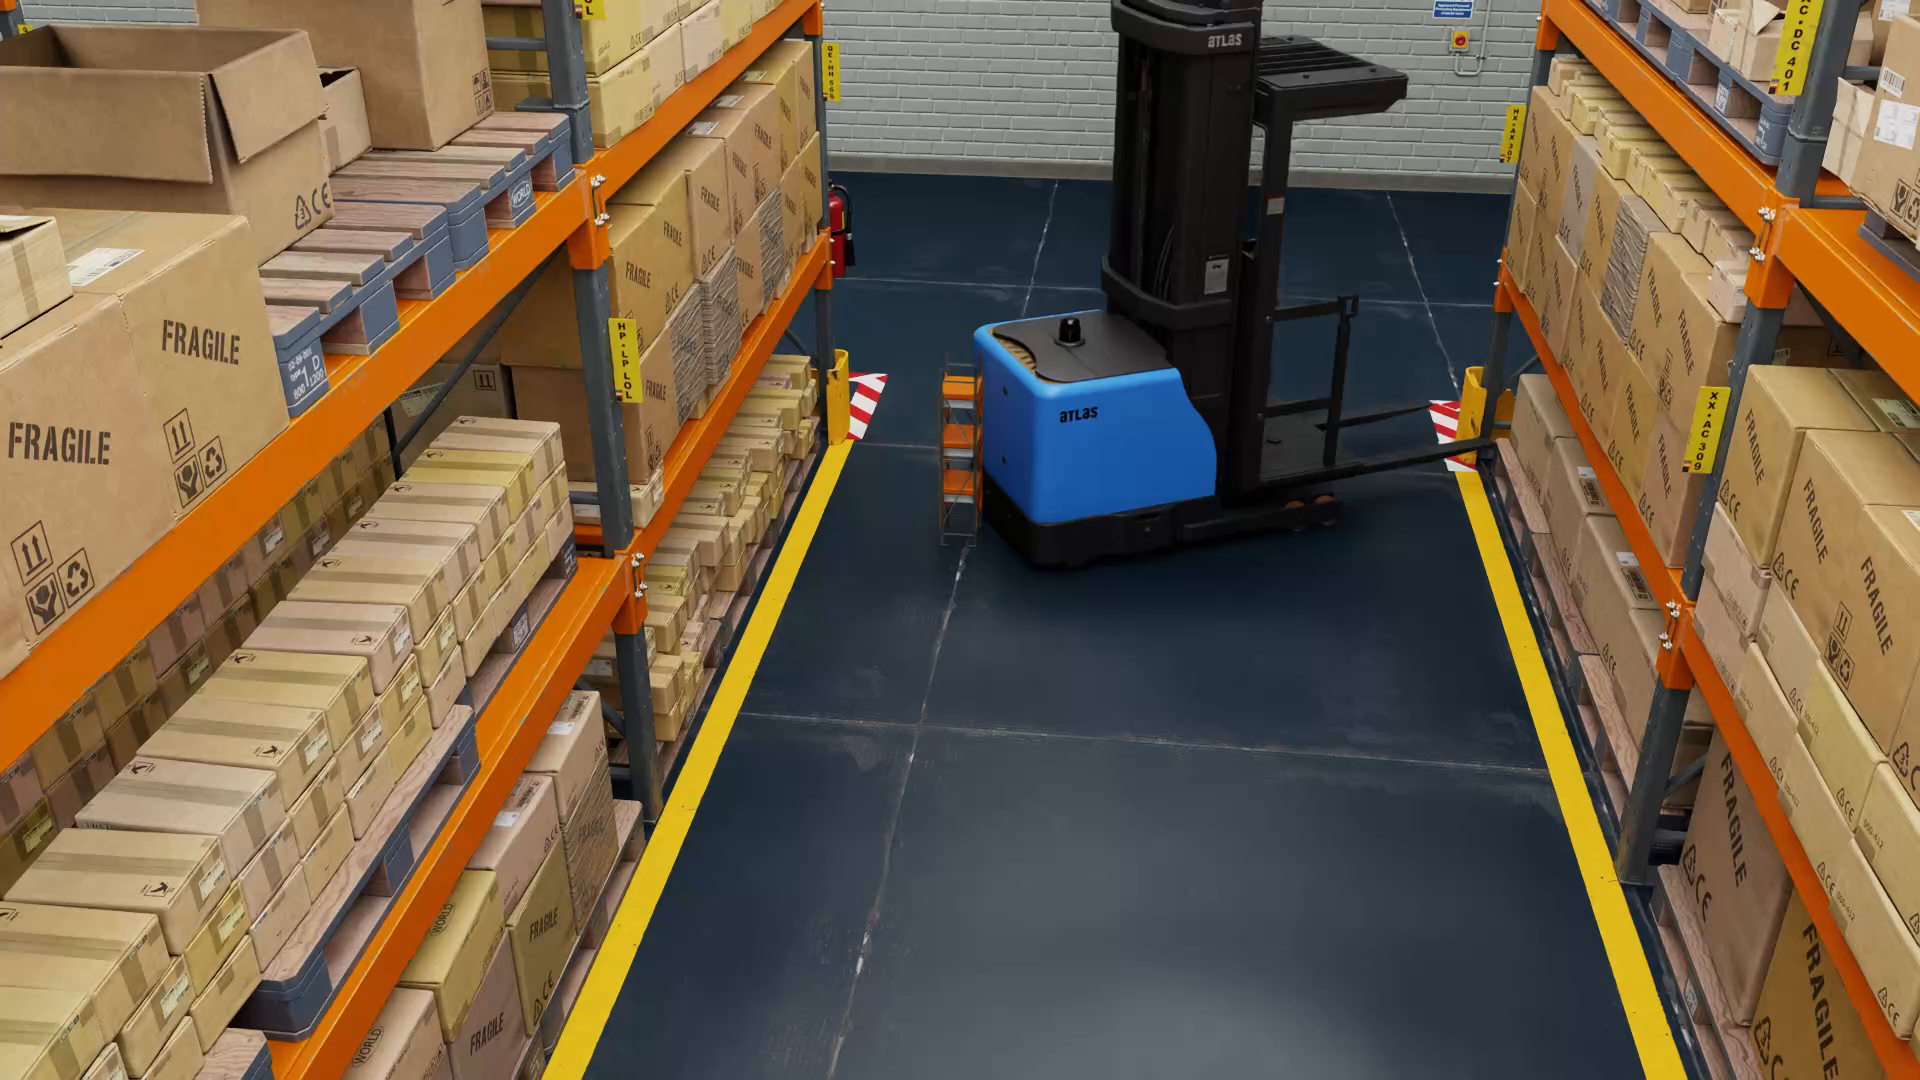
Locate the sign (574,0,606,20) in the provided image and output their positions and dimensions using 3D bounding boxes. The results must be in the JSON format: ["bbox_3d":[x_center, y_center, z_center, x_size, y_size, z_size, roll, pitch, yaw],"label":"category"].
[{"bbox_3d":[-1.221,-1.865,5.427,0.100,0.325,0.005,3,28,6],"label":"sign"}]

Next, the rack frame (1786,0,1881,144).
[{"bbox_3d":[3.152,-2.575,4.542,1.000,3.000,0.127,3,28,6],"label":"rack frame"}]

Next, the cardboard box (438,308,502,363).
[{"bbox_3d":[-1.983,-1.026,6.519,0.500,0.500,0.500,2,28,4],"label":"cardboard box"}]

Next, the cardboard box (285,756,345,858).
[{"bbox_3d":[-1.848,0.681,4.331,0.380,0.149,0.250,3,28,6],"label":"cardboard box"}]

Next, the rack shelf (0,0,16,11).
[{"bbox_3d":[-6.438,-2.455,8.241,1.077,0.370,4.000,3,28,6],"label":"rack shelf"}]

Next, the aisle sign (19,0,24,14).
[{"bbox_3d":[-5.886,-3.554,9.943,0.394,0.787,0.004,3,28,6],"label":"aisle sign"}]

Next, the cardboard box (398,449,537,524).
[{"bbox_3d":[-1.660,-0.184,5.623,0.380,0.149,0.250,3,28,5],"label":"cardboard box"}]

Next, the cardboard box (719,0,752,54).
[{"bbox_3d":[-1.251,-2.358,7.459,0.500,0.250,0.500,5,29,8],"label":"cardboard box"}]

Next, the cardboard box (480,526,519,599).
[{"bbox_3d":[-1.690,0.060,5.485,0.380,0.149,0.250,5,29,8],"label":"cardboard box"}]

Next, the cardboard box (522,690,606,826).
[{"bbox_3d":[-1.613,0.776,6.048,0.500,0.250,0.500,3,28,5],"label":"cardboard box"}]

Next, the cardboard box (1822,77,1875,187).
[{"bbox_3d":[2.744,-1.165,4.787,0.396,0.266,0.258,3,28,6],"label":"cardboard box"}]

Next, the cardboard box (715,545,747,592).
[{"bbox_3d":[-1.290,0.130,8.409,0.380,0.149,0.250,3,28,5],"label":"cardboard box"}]

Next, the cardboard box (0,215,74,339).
[{"bbox_3d":[-1.884,-0.532,3.001,0.396,0.266,0.258,3,28,6],"label":"cardboard box"}]

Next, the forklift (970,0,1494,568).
[{"bbox_3d":[1.630,-1.564,9.063,3.031,2.935,1.130,-10,30,-18],"label":"forklift"}]

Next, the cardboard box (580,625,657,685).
[{"bbox_3d":[-1.525,0.484,7.125,0.380,0.149,0.250,4,29,8],"label":"cardboard box"}]

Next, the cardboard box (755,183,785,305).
[{"bbox_3d":[-1.203,-1.524,8.498,0.500,0.500,0.500,3,29,6],"label":"cardboard box"}]

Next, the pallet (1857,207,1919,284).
[{"bbox_3d":[3.089,-0.736,4.493,0.805,0.209,1.217,2,28,4],"label":"pallet"}]

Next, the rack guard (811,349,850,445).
[{"bbox_3d":[-1.292,-0.921,10.432,1.175,0.500,0.348,3,28,6],"label":"rack guard"}]

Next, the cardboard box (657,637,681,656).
[{"bbox_3d":[-1.469,0.489,7.430,0.380,0.149,0.250,4,29,7],"label":"cardboard box"}]

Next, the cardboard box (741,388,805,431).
[{"bbox_3d":[-1.089,-0.741,9.398,0.380,0.149,0.250,3,28,5],"label":"cardboard box"}]

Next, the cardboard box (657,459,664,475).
[{"bbox_3d":[-1.455,-0.304,6.917,0.380,0.149,0.250,4,29,8],"label":"cardboard box"}]

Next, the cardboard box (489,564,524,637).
[{"bbox_3d":[-1.689,0.189,5.558,0.380,0.149,0.250,3,28,6],"label":"cardboard box"}]

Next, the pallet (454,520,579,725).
[{"bbox_3d":[-2.011,0.261,5.804,1.003,0.211,1.213,3,28,6],"label":"pallet"}]

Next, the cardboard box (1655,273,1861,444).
[{"bbox_3d":[2.936,-0.657,6.147,0.500,0.500,0.500,3,28,6],"label":"cardboard box"}]

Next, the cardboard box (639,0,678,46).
[{"bbox_3d":[-1.410,-2.096,6.446,0.500,0.250,0.500,3,28,6],"label":"cardboard box"}]

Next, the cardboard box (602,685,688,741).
[{"bbox_3d":[-1.409,0.743,7.271,0.380,0.149,0.250,2,28,4],"label":"cardboard box"}]

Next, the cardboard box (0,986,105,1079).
[{"bbox_3d":[-1.984,1.039,3.353,0.380,0.149,0.250,3,28,5],"label":"cardboard box"}]

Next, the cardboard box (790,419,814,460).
[{"bbox_3d":[-1.071,-0.600,9.764,0.380,0.149,0.250,4,29,8],"label":"cardboard box"}]

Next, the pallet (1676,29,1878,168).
[{"bbox_3d":[3.263,-1.600,5.989,1.003,0.211,1.213,3,28,6],"label":"pallet"}]

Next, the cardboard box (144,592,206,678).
[{"bbox_3d":[-2.435,0.257,4.805,0.380,0.149,0.250,4,29,8],"label":"cardboard box"}]

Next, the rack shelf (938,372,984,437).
[{"bbox_3d":[0.007,-0.728,8.918,0.215,0.259,0.240,3,28,6],"label":"rack shelf"}]

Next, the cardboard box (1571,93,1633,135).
[{"bbox_3d":[3.203,-2.068,8.082,0.380,0.149,0.250,2,28,5],"label":"cardboard box"}]

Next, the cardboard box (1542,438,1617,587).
[{"bbox_3d":[3.557,-0.126,8.580,0.875,0.438,0.875,4,29,8],"label":"cardboard box"}]

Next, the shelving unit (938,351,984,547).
[{"bbox_3d":[0.007,-0.487,9.048,0.215,1.050,0.252,3,28,6],"label":"shelving unit"}]

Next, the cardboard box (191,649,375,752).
[{"bbox_3d":[-1.820,0.430,4.484,0.380,0.149,0.250,3,28,5],"label":"cardboard box"}]

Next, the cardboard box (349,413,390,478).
[{"bbox_3d":[-2.277,-0.352,5.935,0.380,0.149,0.250,5,29,9],"label":"cardboard box"}]

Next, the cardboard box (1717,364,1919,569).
[{"bbox_3d":[2.813,-0.228,5.351,0.500,0.500,0.500,4,29,7],"label":"cardboard box"}]

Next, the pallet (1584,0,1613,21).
[{"bbox_3d":[3.562,-2.749,8.121,1.003,0.211,1.213,3,28,6],"label":"pallet"}]

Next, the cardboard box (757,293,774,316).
[{"bbox_3d":[-1.195,-1.299,8.764,0.380,0.149,0.250,2,28,4],"label":"cardboard box"}]

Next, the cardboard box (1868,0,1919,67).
[{"bbox_3d":[3.433,-1.792,5.598,0.500,0.500,0.500,4,29,7],"label":"cardboard box"}]

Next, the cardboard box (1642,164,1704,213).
[{"bbox_3d":[3.094,-1.466,6.964,0.380,0.149,0.250,3,28,5],"label":"cardboard box"}]

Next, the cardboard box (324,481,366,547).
[{"bbox_3d":[-2.307,-0.099,5.779,0.380,0.149,0.250,3,28,5],"label":"cardboard box"}]

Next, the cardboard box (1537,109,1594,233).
[{"bbox_3d":[3.245,-1.848,8.359,0.500,0.500,0.500,3,28,5],"label":"cardboard box"}]

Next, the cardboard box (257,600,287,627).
[{"bbox_3d":[-2.372,0.276,5.396,0.380,0.149,0.250,4,29,7],"label":"cardboard box"}]

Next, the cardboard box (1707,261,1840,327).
[{"bbox_3d":[2.874,-0.867,5.854,0.380,0.149,0.250,3,28,5],"label":"cardboard box"}]

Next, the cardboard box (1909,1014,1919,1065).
[{"bbox_3d":[2.591,1.284,3.862,0.500,0.250,0.500,3,28,6],"label":"cardboard box"}]

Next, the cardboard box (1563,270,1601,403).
[{"bbox_3d":[3.139,-0.937,7.721,0.500,0.500,0.500,4,29,8],"label":"cardboard box"}]

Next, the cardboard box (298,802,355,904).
[{"bbox_3d":[-1.847,0.811,4.404,0.380,0.149,0.250,4,29,7],"label":"cardboard box"}]

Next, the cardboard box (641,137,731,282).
[{"bbox_3d":[-1.335,-1.468,7.339,0.500,0.500,0.500,4,29,7],"label":"cardboard box"}]

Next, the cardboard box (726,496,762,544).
[{"bbox_3d":[-1.233,-0.113,8.546,0.380,0.149,0.250,4,29,7],"label":"cardboard box"}]

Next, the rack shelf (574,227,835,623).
[{"bbox_3d":[-1.528,-0.799,8.329,1.077,0.370,4.000,3,28,6],"label":"rack shelf"}]

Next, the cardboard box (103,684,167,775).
[{"bbox_3d":[-2.467,0.515,4.639,0.380,0.149,0.250,3,28,5],"label":"cardboard box"}]

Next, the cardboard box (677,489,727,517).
[{"bbox_3d":[-1.377,-0.136,8.277,0.380,0.149,0.250,2,28,4],"label":"cardboard box"}]
